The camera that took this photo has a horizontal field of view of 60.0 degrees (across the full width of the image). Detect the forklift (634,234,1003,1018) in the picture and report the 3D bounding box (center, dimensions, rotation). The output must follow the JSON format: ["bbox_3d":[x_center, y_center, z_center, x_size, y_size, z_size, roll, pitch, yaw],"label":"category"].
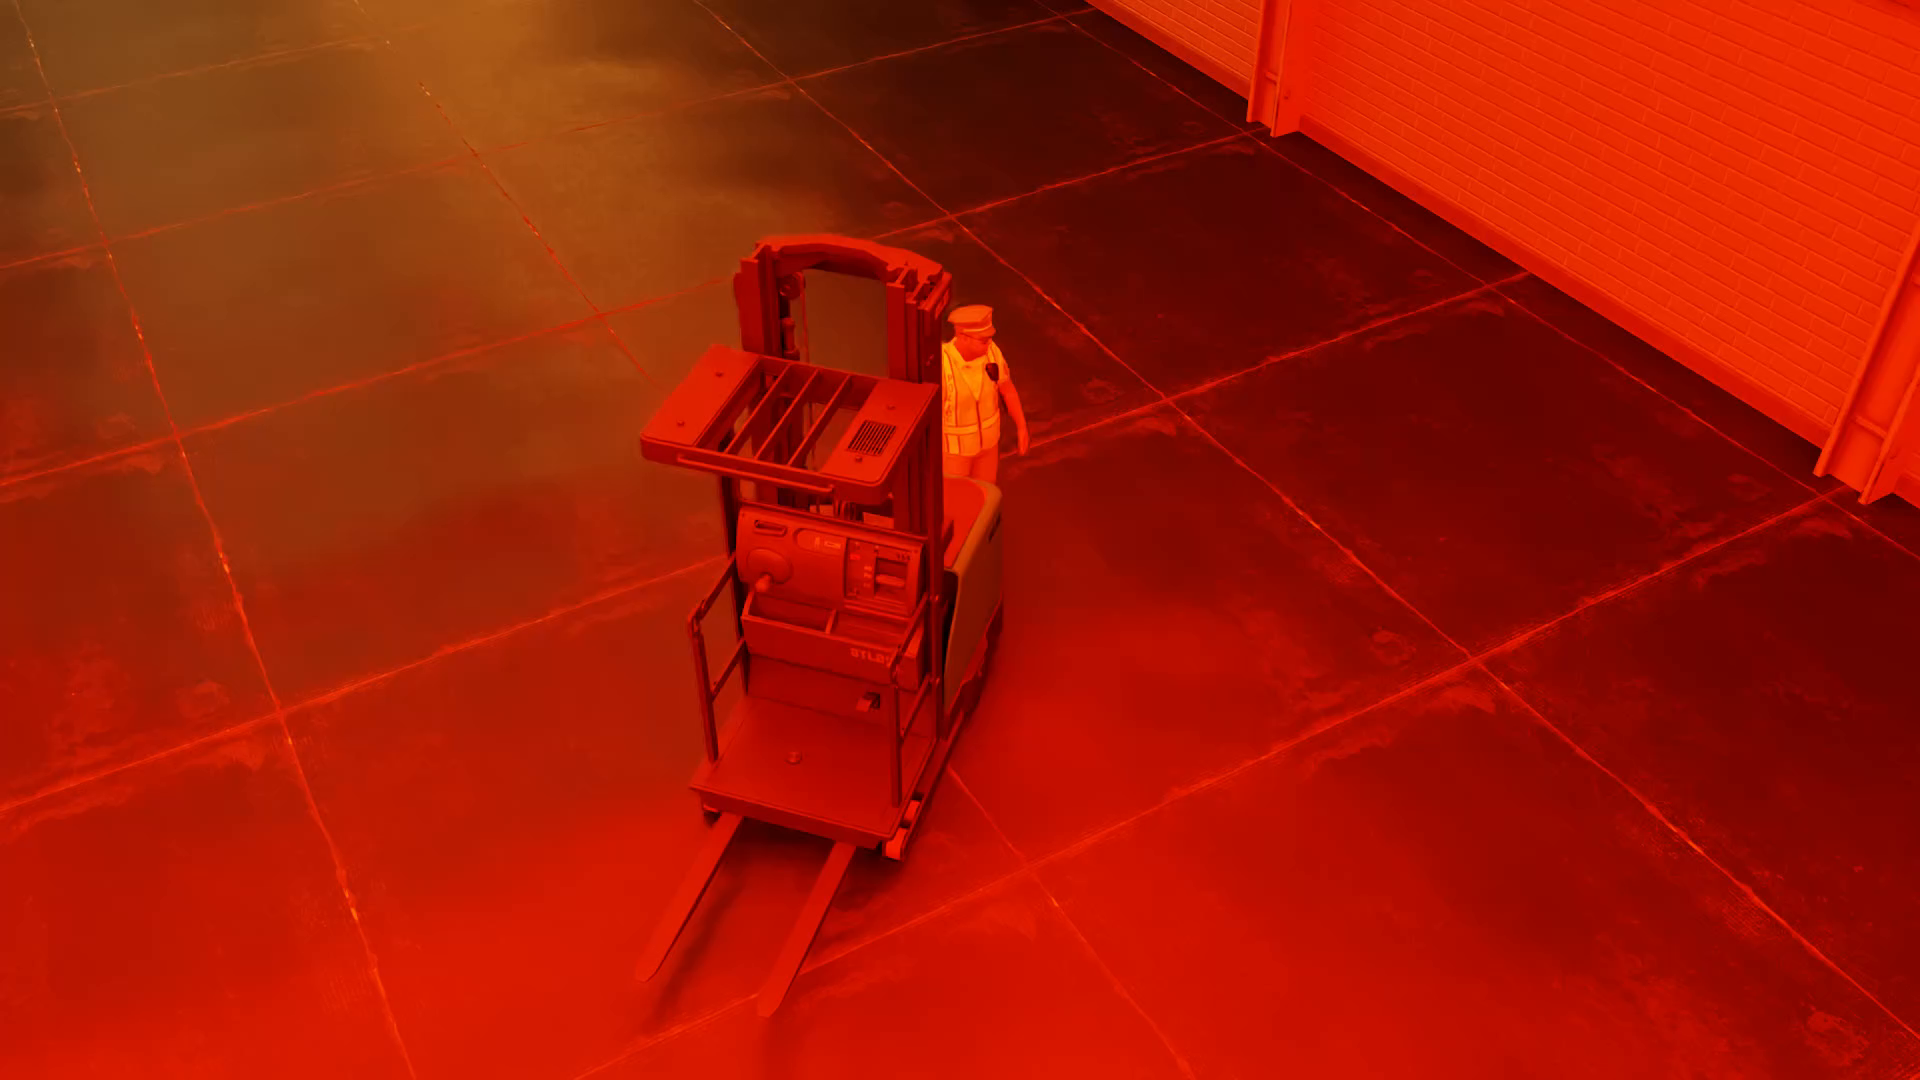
[{"bbox_3d":[-0.697,0.191,7.806,1.130,2.935,3.031,12,41,14],"label":"forklift"}]

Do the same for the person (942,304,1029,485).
[{"bbox_3d":[0.088,-0.546,9.626,0.691,1.742,0.579,-23,45,-26],"label":"person"}]
